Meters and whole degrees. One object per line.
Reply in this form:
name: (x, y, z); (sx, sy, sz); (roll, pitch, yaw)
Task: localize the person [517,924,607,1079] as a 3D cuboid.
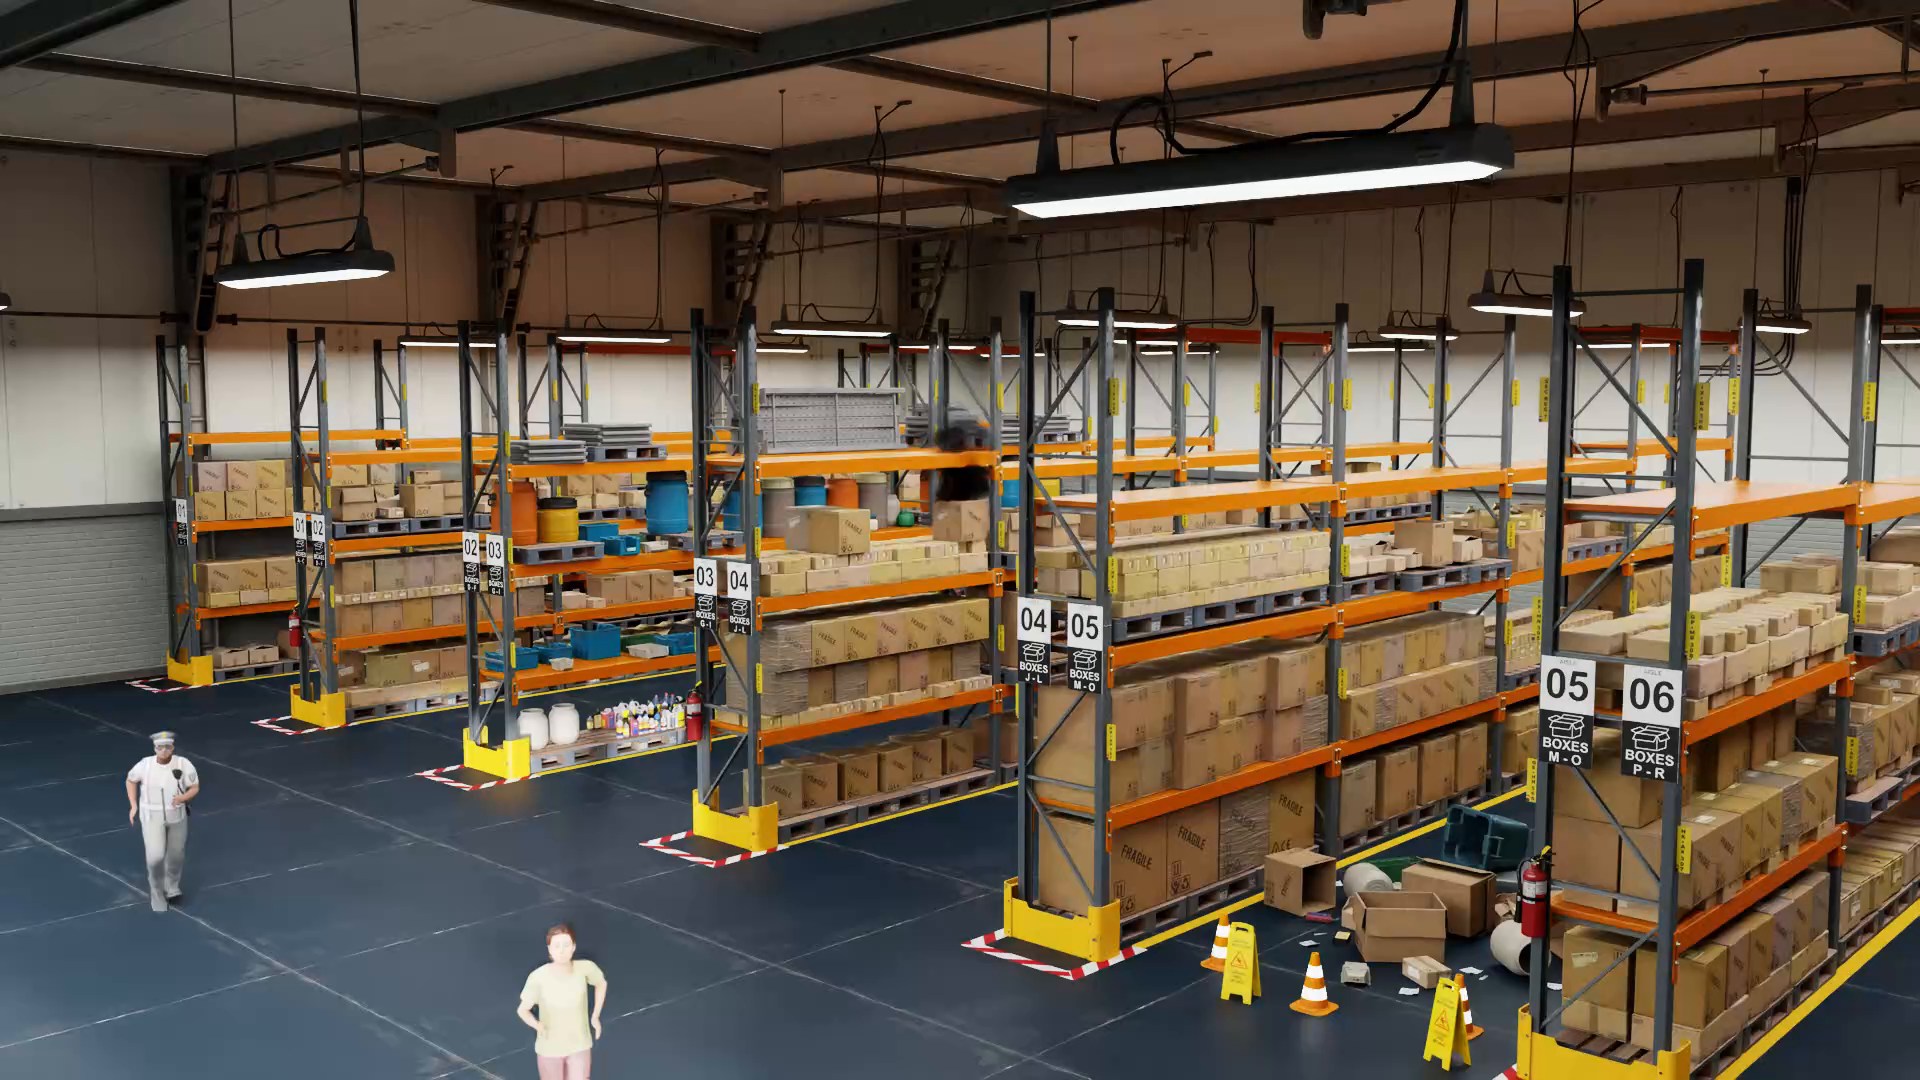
person: (-2.573, 3.315, 10.815); (0.578, 1.663, 0.935); (-2, 6, -16)

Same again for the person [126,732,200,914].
person: (-7.806, 2.764, 16.335); (0.627, 1.815, 0.814); (-3, 6, -30)

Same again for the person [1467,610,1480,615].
person: (7.670, 1.938, 24.919); (0.670, 1.790, 0.953); (5, 7, 42)
